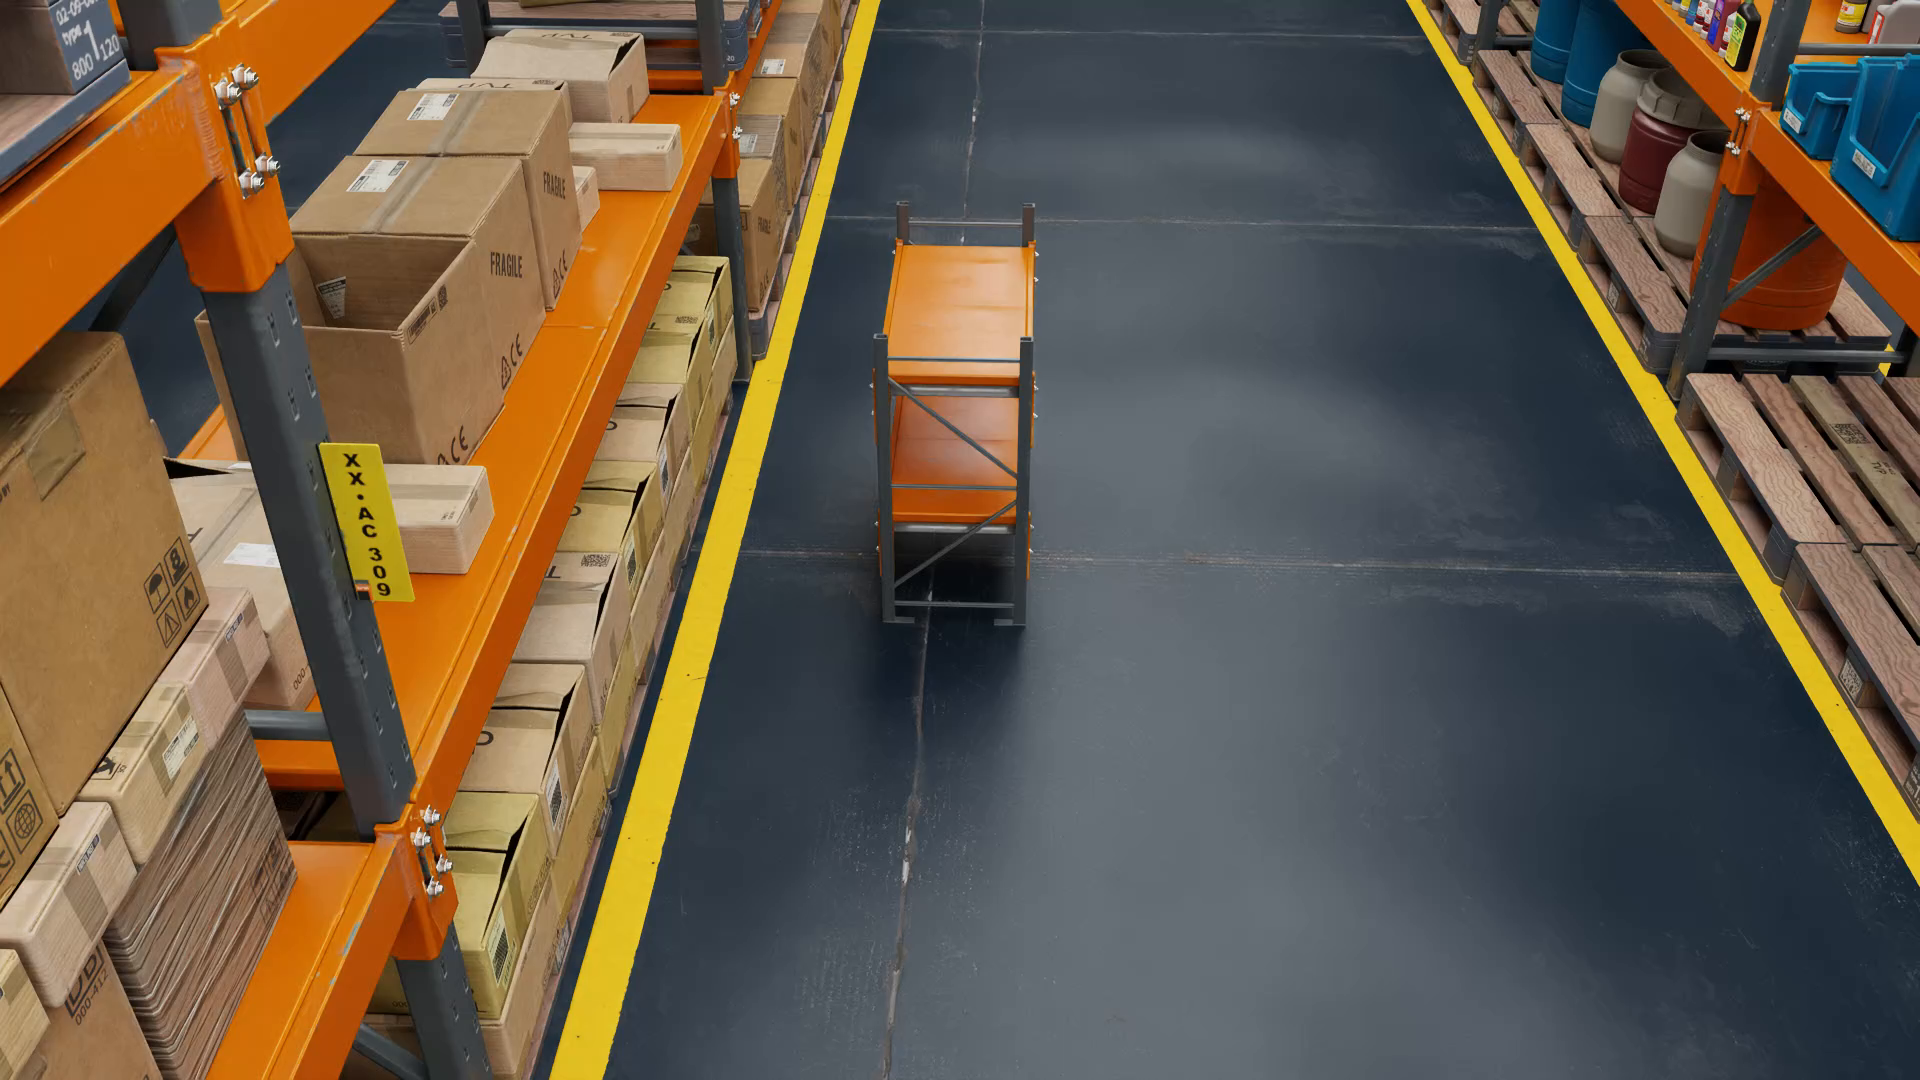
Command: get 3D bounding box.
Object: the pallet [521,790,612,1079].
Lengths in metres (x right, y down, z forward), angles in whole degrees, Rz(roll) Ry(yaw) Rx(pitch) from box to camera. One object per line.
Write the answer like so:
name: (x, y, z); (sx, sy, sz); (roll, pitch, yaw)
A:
pallet: (-1.580, 1.065, 4.551); (1.003, 0.211, 1.213); (1, 35, 2)

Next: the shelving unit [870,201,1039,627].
shelving unit: (0.000, -0.464, 5.932); (0.538, 1.125, 1.048); (1, 35, 2)

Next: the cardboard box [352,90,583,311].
cardboard box: (-1.461, -1.026, 5.014); (0.500, 0.500, 0.500); (0, 35, -1)

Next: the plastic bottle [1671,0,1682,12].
plastic bottle: (3.177, -2.445, 7.232); (0.097, 0.271, 0.097); (0, 35, 0)

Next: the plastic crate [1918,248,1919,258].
plastic crate: (3.168, -0.938, 4.920); (0.402, 0.464, 0.583); (1, 35, 2)

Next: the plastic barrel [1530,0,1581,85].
plastic barrel: (3.661, -3.132, 9.558); (0.600, 0.901, 0.708); (1, 35, 2)

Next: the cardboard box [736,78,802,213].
cardboard box: (-1.066, -1.951, 8.208); (0.500, 0.500, 0.500); (1, 35, 1)

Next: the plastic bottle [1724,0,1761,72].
plastic bottle: (3.129, -2.028, 6.628); (0.061, 0.283, 0.133); (1, 35, 2)

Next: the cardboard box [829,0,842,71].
cardboard box: (-0.983, -3.115, 9.865); (0.500, 0.500, 0.500); (1, 35, 2)

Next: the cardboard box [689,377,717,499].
cardboard box: (-1.205, -0.392, 6.226); (0.500, 0.250, 0.500); (1, 35, 1)

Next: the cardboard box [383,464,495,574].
cardboard box: (-1.331, -0.053, 3.935); (0.380, 0.149, 0.250); (1, 35, 2)

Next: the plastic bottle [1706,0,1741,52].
plastic bottle: (3.138, -2.160, 6.816); (0.061, 0.283, 0.133); (1, 35, 2)

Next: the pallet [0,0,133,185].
pallet: (-1.579, -0.352, 1.610); (1.003, 0.211, 1.213); (1, 35, 2)

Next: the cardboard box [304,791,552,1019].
cardboard box: (-1.305, 0.841, 3.984); (0.500, 0.311, 0.500); (1, 35, 2)

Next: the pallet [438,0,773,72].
pallet: (-1.453, -2.262, 7.027); (1.213, 0.211, 1.003); (1, 35, 2)

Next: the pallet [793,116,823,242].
pallet: (-1.291, -1.936, 8.821); (1.003, 0.211, 1.213); (1, 35, 2)

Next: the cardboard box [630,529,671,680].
cardboard box: (-1.246, 0.192, 5.394); (0.500, 0.250, 0.500); (2, 35, 3)

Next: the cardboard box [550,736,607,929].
cardboard box: (-1.285, 0.782, 4.555); (0.500, 0.250, 0.500); (2, 35, 3)

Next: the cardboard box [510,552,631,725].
cardboard box: (-1.260, 0.256, 4.816); (0.500, 0.311, 0.500); (0, 35, 0)

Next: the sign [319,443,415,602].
sign: (-1.016, -0.026, 2.857); (0.100, 0.325, 0.005); (1, 35, 2)

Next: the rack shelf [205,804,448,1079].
rack shelf: (-1.651, 1.792, 1.717); (1.077, 0.370, 4.000); (1, 35, 2)

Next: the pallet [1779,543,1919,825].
pallet: (3.417, 0.451, 5.424); (1.003, 0.211, 1.213); (1, 35, 2)

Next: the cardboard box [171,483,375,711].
cardboard box: (-1.595, 0.126, 3.592); (0.500, 0.250, 0.500); (3, 35, 5)

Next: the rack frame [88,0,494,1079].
rack frame: (-1.574, 0.349, 3.145); (0.949, 2.616, 0.053); (1, 35, 2)

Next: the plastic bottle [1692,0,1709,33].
plastic bottle: (3.165, -2.248, 7.013); (0.097, 0.201, 0.097); (0, 35, 0)

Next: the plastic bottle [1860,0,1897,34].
plastic bottle: (3.898, -2.289, 7.006); (0.152, 0.276, 0.135); (1, 35, 2)

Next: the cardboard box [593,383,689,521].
cardboard box: (-1.223, -0.331, 5.650); (0.500, 0.311, 0.500); (1, 35, 2)

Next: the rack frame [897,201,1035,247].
rack frame: (0.021, -0.756, 6.348); (0.500, 1.125, 0.032); (1, 35, 2)

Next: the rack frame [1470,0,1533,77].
rack frame: (3.700, -4.131, 9.519); (1.000, 3.000, 0.127); (1, 35, 2)

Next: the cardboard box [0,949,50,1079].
cardboard box: (-1.397, 0.647, 2.070); (0.380, 0.149, 0.250); (1, 35, 2)

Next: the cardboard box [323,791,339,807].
cardboard box: (-1.826, 0.534, 4.420); (0.500, 0.311, 0.500); (2, 35, 3)

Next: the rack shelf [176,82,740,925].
rack shelf: (-1.491, -0.506, 4.987); (1.077, 0.370, 4.000); (1, 35, 2)

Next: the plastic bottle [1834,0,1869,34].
plastic bottle: (3.773, -2.251, 7.017); (0.097, 0.201, 0.097); (0, 35, 0)

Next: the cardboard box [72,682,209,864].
cardboard box: (-1.380, 0.345, 2.499); (0.380, 0.149, 0.250); (1, 35, 1)

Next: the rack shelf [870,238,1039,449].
rack shelf: (0.000, -0.704, 5.764); (0.538, 0.278, 1.000); (1, 35, 2)

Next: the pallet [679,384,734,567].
pallet: (-1.482, -0.337, 6.545); (1.003, 0.211, 1.213); (1, 35, 2)

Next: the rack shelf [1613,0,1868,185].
rack shelf: (3.619, -2.688, 8.091); (1.077, 0.370, 4.000); (1, 35, 2)

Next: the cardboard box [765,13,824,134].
cardboard box: (-1.032, -2.543, 9.051); (0.500, 0.500, 0.500); (2, 35, 2)

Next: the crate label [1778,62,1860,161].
crate label: (3.148, -1.531, 5.965); (0.303, 0.233, 0.416); (1, 35, 2)

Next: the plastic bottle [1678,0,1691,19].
plastic bottle: (3.173, -2.360, 7.172); (0.097, 0.201, 0.097); (0, 35, 0)

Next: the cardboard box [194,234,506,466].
cardboard box: (-1.503, -0.436, 4.175); (0.500, 0.500, 0.500); (4, 35, 5)

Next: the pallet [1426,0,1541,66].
pallet: (3.690, -3.414, 10.924); (1.003, 0.211, 1.213); (1, 35, 2)

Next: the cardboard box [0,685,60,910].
cardboard box: (-1.601, 0.322, 1.967); (0.700, 0.500, 0.500); (1, 35, 2)

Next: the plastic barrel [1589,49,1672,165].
plastic barrel: (3.520, -2.244, 8.632); (0.421, 0.512, 0.421); (0, 35, 0)

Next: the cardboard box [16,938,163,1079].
cardboard box: (-1.597, 0.866, 2.322); (0.700, 0.500, 0.500); (1, 35, 1)

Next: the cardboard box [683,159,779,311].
cardboard box: (-1.106, -1.362, 7.370); (0.500, 0.500, 0.500); (3, 35, 4)

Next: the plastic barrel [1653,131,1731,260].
plastic barrel: (3.475, -1.595, 7.709); (0.421, 0.512, 0.421); (0, 35, 0)

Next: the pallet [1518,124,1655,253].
pallet: (3.581, -1.845, 8.692); (1.003, 0.211, 1.213); (1, 35, 2)

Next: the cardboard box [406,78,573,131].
cardboard box: (-1.640, -1.404, 5.716); (0.500, 0.311, 0.500); (1, 35, 1)

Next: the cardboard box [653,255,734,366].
cardboard box: (-1.185, -0.919, 6.488); (0.500, 0.311, 0.500); (2, 35, 3)
